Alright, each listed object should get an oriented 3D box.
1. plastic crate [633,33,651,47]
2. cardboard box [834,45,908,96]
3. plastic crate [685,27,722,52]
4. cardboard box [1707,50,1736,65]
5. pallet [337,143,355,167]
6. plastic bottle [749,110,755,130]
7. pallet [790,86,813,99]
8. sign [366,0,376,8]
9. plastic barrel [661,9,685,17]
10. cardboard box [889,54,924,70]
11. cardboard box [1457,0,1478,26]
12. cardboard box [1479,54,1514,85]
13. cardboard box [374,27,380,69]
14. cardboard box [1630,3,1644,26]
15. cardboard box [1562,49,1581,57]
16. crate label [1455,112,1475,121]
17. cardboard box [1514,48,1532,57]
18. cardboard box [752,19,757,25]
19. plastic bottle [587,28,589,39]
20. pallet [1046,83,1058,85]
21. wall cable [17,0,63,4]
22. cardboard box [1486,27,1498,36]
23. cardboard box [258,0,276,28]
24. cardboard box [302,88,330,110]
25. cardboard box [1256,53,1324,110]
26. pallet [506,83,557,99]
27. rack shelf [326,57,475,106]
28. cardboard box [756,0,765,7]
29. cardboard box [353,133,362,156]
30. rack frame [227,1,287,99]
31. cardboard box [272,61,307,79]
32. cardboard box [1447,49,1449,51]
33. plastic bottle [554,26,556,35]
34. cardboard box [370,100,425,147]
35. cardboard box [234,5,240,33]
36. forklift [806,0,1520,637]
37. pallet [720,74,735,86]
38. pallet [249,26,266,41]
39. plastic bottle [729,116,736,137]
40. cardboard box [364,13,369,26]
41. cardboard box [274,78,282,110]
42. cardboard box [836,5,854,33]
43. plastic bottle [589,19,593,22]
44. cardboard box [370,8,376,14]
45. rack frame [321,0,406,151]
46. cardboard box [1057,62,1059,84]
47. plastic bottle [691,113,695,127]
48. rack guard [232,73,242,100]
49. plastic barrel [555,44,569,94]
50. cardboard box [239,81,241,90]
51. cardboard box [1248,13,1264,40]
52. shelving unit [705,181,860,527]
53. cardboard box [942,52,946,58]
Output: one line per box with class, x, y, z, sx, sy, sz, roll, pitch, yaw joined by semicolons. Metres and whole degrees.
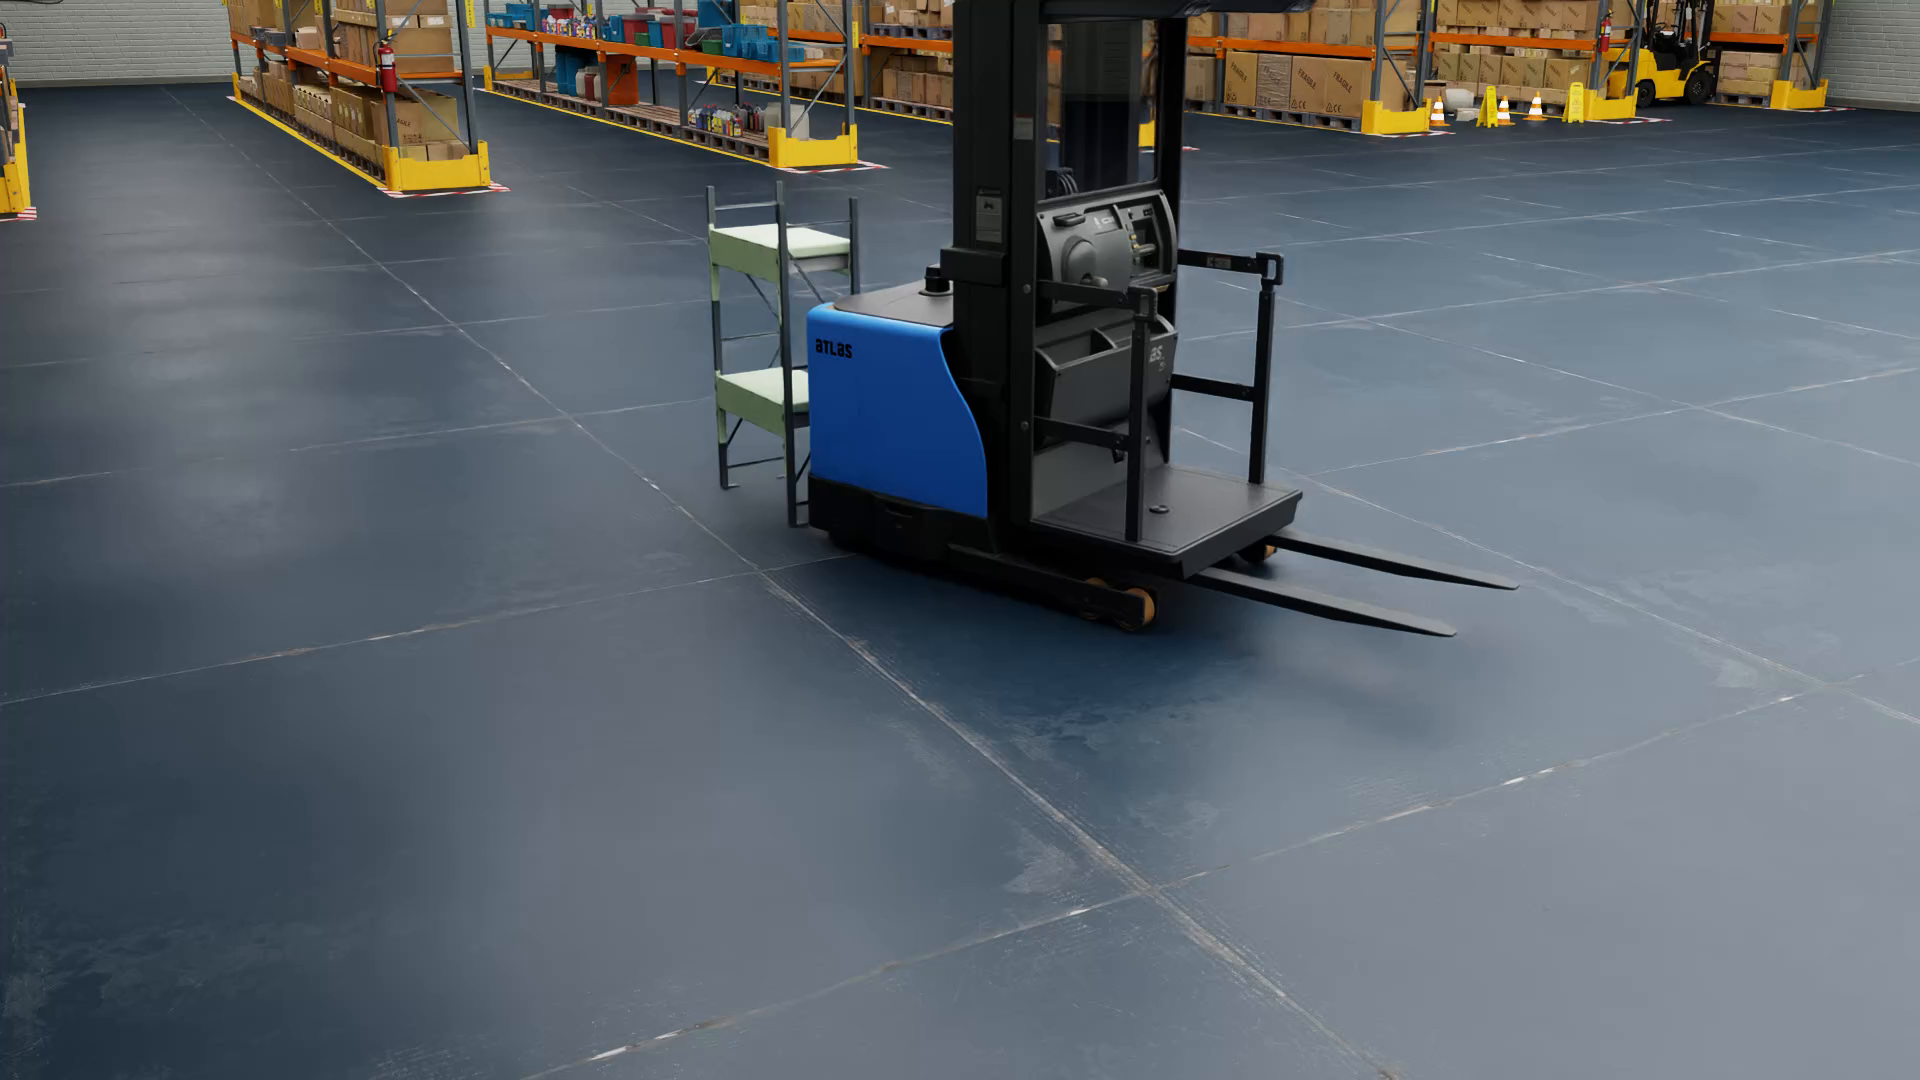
plastic crate;-4.843;-7.912;26.287;0.450;0.188;0.662;-10;21;-27
cardboard box;-1.618;-8.867;31.343;1.225;0.875;0.875;-11;22;-29
plastic crate;-3.631;-7.357;24.448;0.767;0.338;0.504;-10;21;-27
cardboard box;14.589;-9.224;31.803;0.500;0.250;0.500;-10;21;-26
pallet;-7.788;-5.237;22.485;1.003;0.211;1.213;-10;21;-27
plastic bottle;-3.042;-6.169;24.400;0.061;0.283;0.133;-10;21;-27
pallet;-2.775;-9.092;33.656;1.003;0.211;1.213;-10;21;-27
sign;-6.714;-6.221;18.923;0.100;0.325;0.005;-10;21;-27
plastic barrel;-4.583;-8.264;26.773;0.433;0.535;0.433;0;19;0
cardboard box;-0.964;-8.665;30.151;0.500;0.250;0.500;-9;21;-24
cardboard box;9.535;-9.736;30.639;0.500;0.500;0.500;-10;21;-27
cardboard box;9.864;-8.599;30.376;0.500;0.500;0.500;-9;21;-24
cardboard box;-6.693;-5.975;20.195;0.700;0.500;0.500;-9;21;-25
cardboard box;13.660;-10.508;33.331;0.500;0.500;0.500;-11;22;-28
cardboard box;13.060;-10.076;35.231;0.875;0.625;0.625;-10;22;-27
crate label;8.629;-7.227;28.365;0.298;0.136;0.250;11;22;30
cardboard box;10.128;-8.703;29.682;0.380;0.149;0.250;-9;21;-24
cardboard box;-4.130;-10.833;34.813;0.380;0.149;0.250;-10;21;-26
plastic bottle;-6.383;-8.763;28.732;0.097;0.201;0.097;0;19;0
pallet;2.160;-9.467;34.743;1.003;0.211;1.213;-10;21;-27
wall cable;-20.556;-12.513;34.860;3.097;2.526;0.112;-10;21;-27
cardboard box;9.779;-9.231;30.169;0.380;0.149;0.250;-10;21;-26
cardboard box;-11.517;-8.974;28.243;0.700;0.500;0.500;-6;20;-18
cardboard box;-9.541;-6.610;24.900;0.500;0.311;0.500;-11;22;-28
cardboard box;5.673;-7.807;28.272;0.875;0.875;0.875;-10;21;-26
pallet;-8.533;-9.090;33.651;1.003;0.211;1.213;-10;21;-27
rack shelf;-7.179;-5.876;21.164;1.077;0.370;4.000;-10;21;-27
cardboard box;-3.896;-11.279;34.344;0.500;0.500;0.500;-10;21;-26
cardboard box;-7.467;-5.077;21.319;0.500;0.250;0.500;-10;21;-27
rack frame;-13.827;-10.235;32.693;1.000;3.000;0.127;-10;21;-27
cardboard box;-11.199;-7.860;27.819;0.500;0.250;0.500;-10;22;-28
cardboard box;11.390;-10.881;37.756;0.500;0.500;0.500;-9;21;-25
plastic bottle;-7.385;-9.368;30.487;0.097;0.201;0.097;0;19;0
cardboard box;-6.746;-5.003;19.953;0.500;0.500;0.500;-10;21;-27
cardboard box;-13.363;-9.822;31.344;0.500;0.500;0.500;-10;21;-27
forklift;0.777;-1.222;6.678;3.031;2.935;1.130;14;24;36
pallet;-4.659;-10.232;36.962;1.003;0.211;1.213;-10;21;-27
pallet;-11.644;-8.749;28.683;1.003;0.211;1.213;-10;21;-27
plastic bottle;-3.198;-5.822;23.394;0.061;0.283;0.133;-9;21;-25
cardboard box;-7.068;-6.372;20.351;0.380;0.149;0.250;-9;21;-25
cardboard box;-11.179;-7.495;27.911;0.500;0.500;0.500;-11;22;-29
cardboard box;-1.992;-9.766;31.182;0.500;0.500;0.500;-10;22;-27
plastic bottle;-6.783;-9.454;30.629;0.097;0.271;0.097;0;19;0
cardboard box;-6.719;-6.604;20.028;0.700;0.500;0.500;-11;22;-28
rack frame;-8.129;-6.790;22.710;1.000;3.000;0.127;-10;21;-27
cardboard box;2.319;-9.526;33.827;0.500;0.500;0.500;-9;21;-24
plastic bottle;-3.954;-6.253;24.769;0.097;0.201;0.097;0;19;0
rack guard;-13.791;-9.031;33.038;1.175;0.500;0.348;-10;21;-27
plastic barrel;-7.323;-8.900;31.400;0.600;0.901;0.708;-10;21;-27
cardboard box;-13.812;-8.858;32.373;0.380;0.166;0.250;-10;21;-27
cardboard box;5.471;-8.875;28.523;0.875;0.550;0.550;-10;21;-27
shelving unit;-0.836;-0.906;7.958;0.431;1.500;0.755;-12;22;-31
cardboard box;-0.187;-11.144;38.144;0.380;0.149;0.250;-9;21;-25
